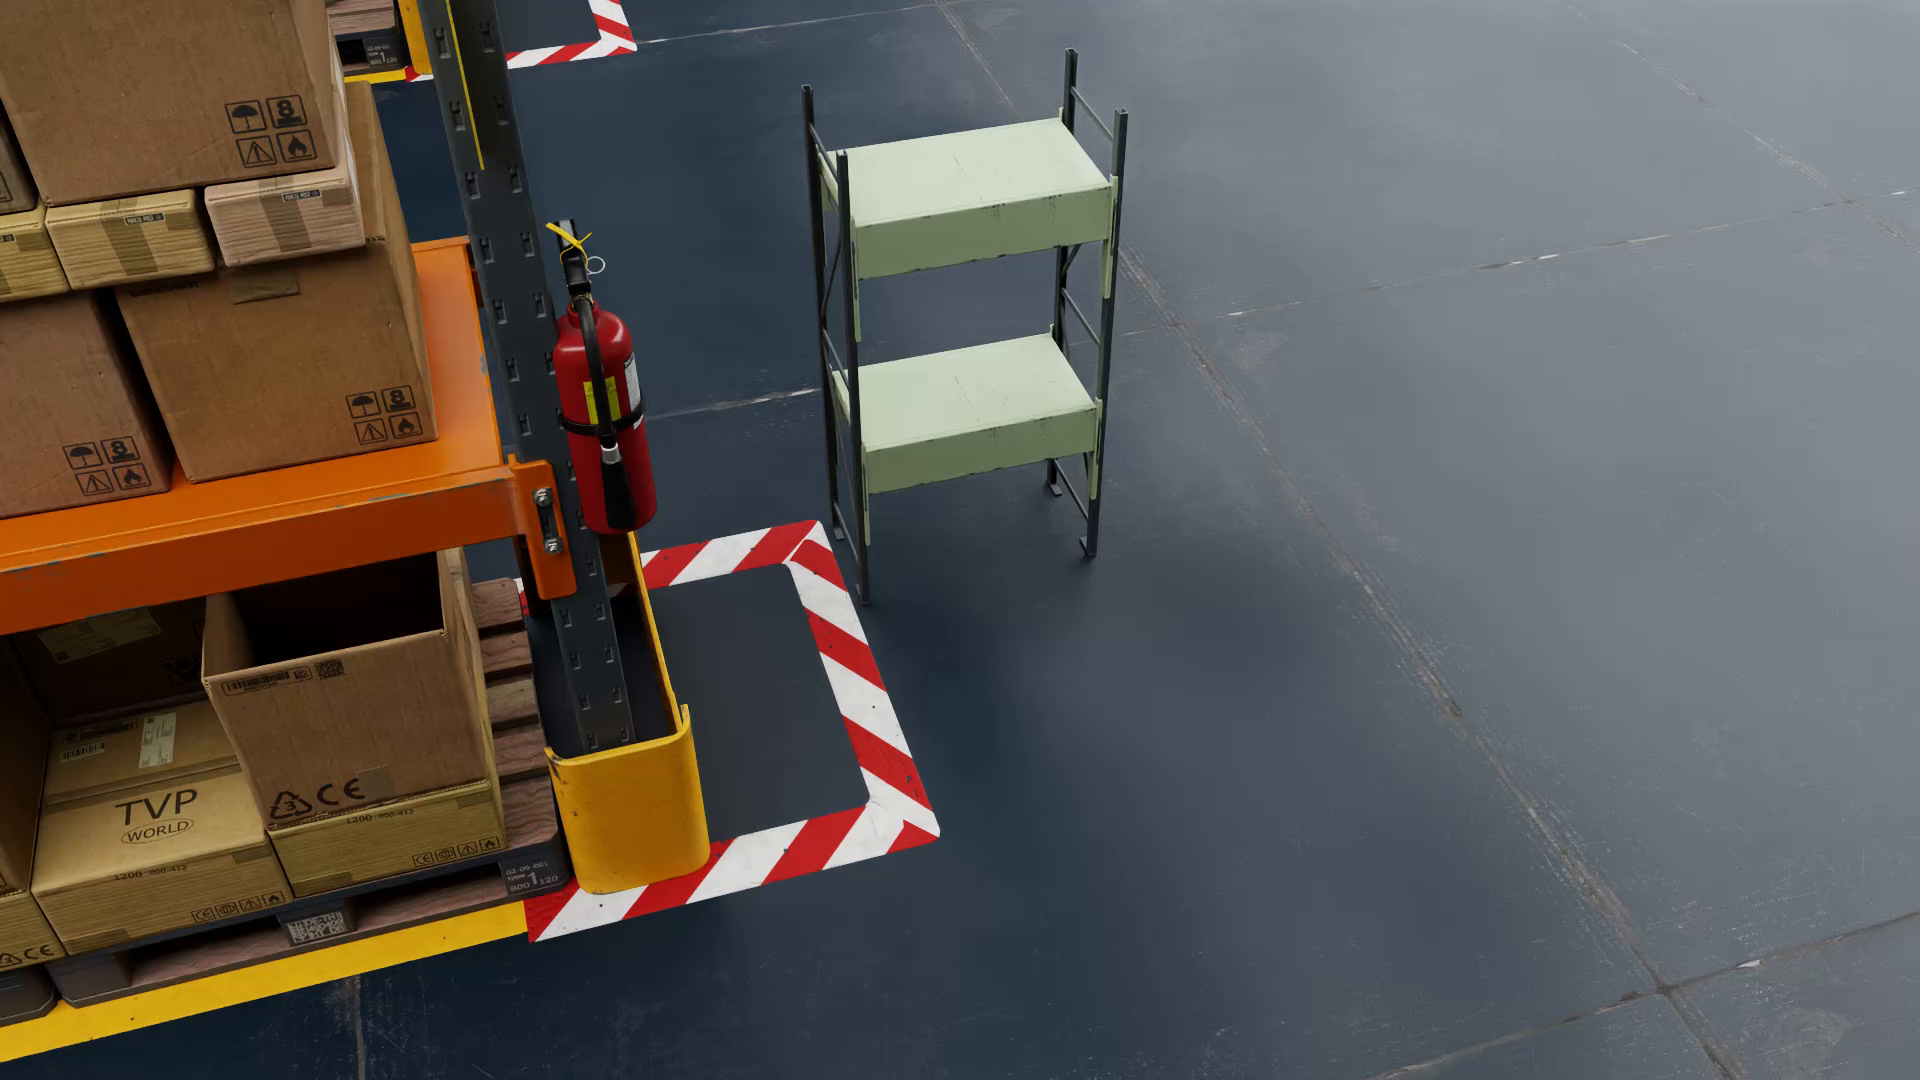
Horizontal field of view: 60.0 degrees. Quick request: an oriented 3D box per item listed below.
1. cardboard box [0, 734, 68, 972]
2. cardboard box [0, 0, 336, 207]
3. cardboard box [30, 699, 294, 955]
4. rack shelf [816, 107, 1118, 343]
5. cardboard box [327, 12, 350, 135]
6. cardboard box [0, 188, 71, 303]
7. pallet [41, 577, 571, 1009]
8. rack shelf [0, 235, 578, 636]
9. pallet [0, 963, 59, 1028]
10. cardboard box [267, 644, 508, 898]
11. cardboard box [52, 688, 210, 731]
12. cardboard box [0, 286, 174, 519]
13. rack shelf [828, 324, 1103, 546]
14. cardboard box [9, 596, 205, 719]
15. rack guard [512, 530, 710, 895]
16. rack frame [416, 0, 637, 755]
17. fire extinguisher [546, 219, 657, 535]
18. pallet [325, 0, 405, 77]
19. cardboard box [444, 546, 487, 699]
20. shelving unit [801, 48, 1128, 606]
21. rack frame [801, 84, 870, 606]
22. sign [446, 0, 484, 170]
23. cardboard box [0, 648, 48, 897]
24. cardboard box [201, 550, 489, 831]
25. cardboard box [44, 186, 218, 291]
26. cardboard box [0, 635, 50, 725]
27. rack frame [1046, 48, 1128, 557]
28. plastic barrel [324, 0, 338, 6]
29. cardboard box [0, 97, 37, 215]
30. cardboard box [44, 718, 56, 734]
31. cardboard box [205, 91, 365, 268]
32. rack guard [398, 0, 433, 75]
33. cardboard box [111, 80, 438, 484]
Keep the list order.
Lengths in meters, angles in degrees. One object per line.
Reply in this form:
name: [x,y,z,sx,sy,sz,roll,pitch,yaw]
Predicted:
cardboard box: [-2.367,0.762,3.869,0.500,0.250,0.500,-12,42,-13]
cardboard box: [-1.494,-1.045,3.104,0.500,0.500,0.700,-12,42,-13]
cardboard box: [-1.890,0.662,3.984,0.500,0.250,0.500,-12,42,-13]
rack shelf: [0.006,-0.860,4.501,0.720,0.370,0.431,-12,42,-13]
cardboard box: [-1.433,-0.953,3.492,0.250,0.149,0.380,-12,43,-13]
cardboard box: [-1.794,-0.597,3.085,0.250,0.149,0.380,-12,43,-14]
pallet: [-1.711,0.614,4.387,1.213,0.211,1.003,-12,42,-13]
rack shelf: [-2.902,0.053,3.457,4.000,0.370,1.077,-12,42,-13]
pallet: [-2.873,0.853,4.113,1.213,0.211,1.003,-12,42,-13]
cardboard box: [-1.417,0.555,4.105,0.500,0.250,0.500,-12,42,-13]
cardboard box: [-2.048,0.331,4.362,0.500,0.250,0.500,-12,42,-13]
cardboard box: [-1.943,-0.460,3.421,0.500,0.500,0.700,-11,42,-12]
rack shelf: [0.006,-0.321,4.973,0.720,0.370,0.431,-12,42,-13]
cardboard box: [-2.049,0.048,4.116,0.500,0.500,0.500,-12,42,-13]
rack guard: [-0.971,0.323,4.500,0.348,0.500,1.175,-12,42,-13]
rack frame: [-0.994,-0.613,3.672,0.127,3.000,1.000,-12,42,-13]
fire extinguisher: [-0.742,-0.316,3.391,0.183,0.674,0.296,-12,42,-13]
pallet: [-3.313,-2.471,7.918,1.213,0.211,1.003,-12,42,-13]
cardboard box: [-1.573,0.230,4.477,0.500,0.250,0.500,-12,42,-13]
shelving unit: [0.006,-0.566,4.758,0.755,1.500,0.431,-12,42,-13]
rack frame: [-0.343,-0.494,4.675,0.023,1.500,0.400,-12,42,-13]
sign: [-0.844,-0.795,2.821,0.005,0.325,0.100,-12,42,-13]
cardboard box: [-2.366,0.481,3.620,0.500,0.500,0.500,-12,42,-13]
cardboard box: [-1.416,0.274,3.857,0.500,0.500,0.500,-12,42,-13]
cardboard box: [-1.551,-0.648,3.143,0.250,0.149,0.380,-11,42,-12]
cardboard box: [-2.522,0.155,3.994,0.500,0.500,0.500,-12,42,-13]
rack frame: [0.355,-0.638,4.841,0.023,1.500,0.400,-12,42,-13]
plastic barrel: [-3.083,-2.766,7.708,0.421,0.512,0.421,0,41,0]
cardboard box: [-1.994,-0.938,2.981,0.500,0.500,0.700,-13,43,-14]
cardboard box: [-2.525,0.430,4.249,0.500,0.250,0.500,-12,42,-13]
cardboard box: [-1.301,-0.700,3.203,0.250,0.149,0.380,-12,43,-14]
rack guard: [-2.537,-2.737,8.003,0.348,0.500,1.175,-12,42,-13]
cardboard box: [-1.443,-0.567,3.543,0.500,0.500,0.700,-12,42,-13]
